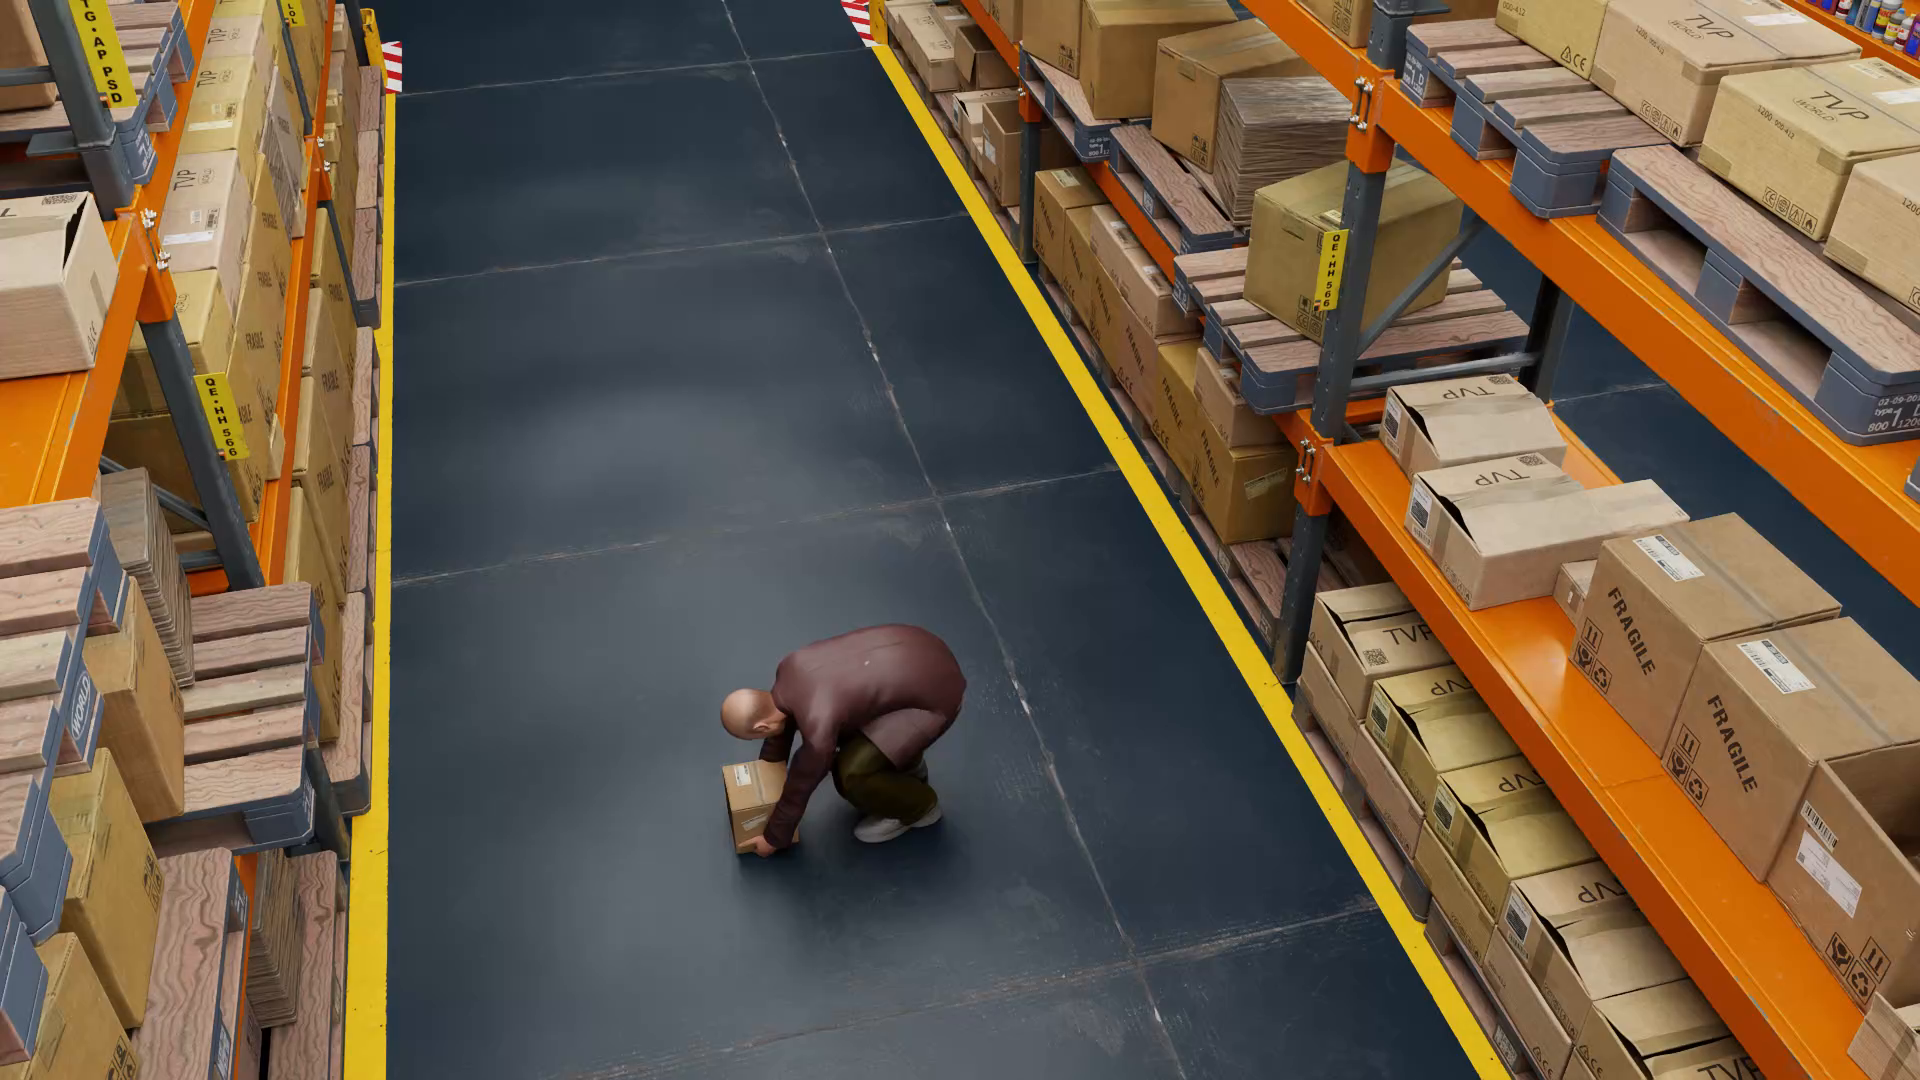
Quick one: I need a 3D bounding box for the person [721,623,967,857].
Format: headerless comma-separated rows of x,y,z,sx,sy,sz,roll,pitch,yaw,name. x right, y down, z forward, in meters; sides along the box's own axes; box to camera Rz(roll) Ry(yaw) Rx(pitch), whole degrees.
-0.443,0.770,6.502,0.957,0.873,0.589,-11,39,-13,person
